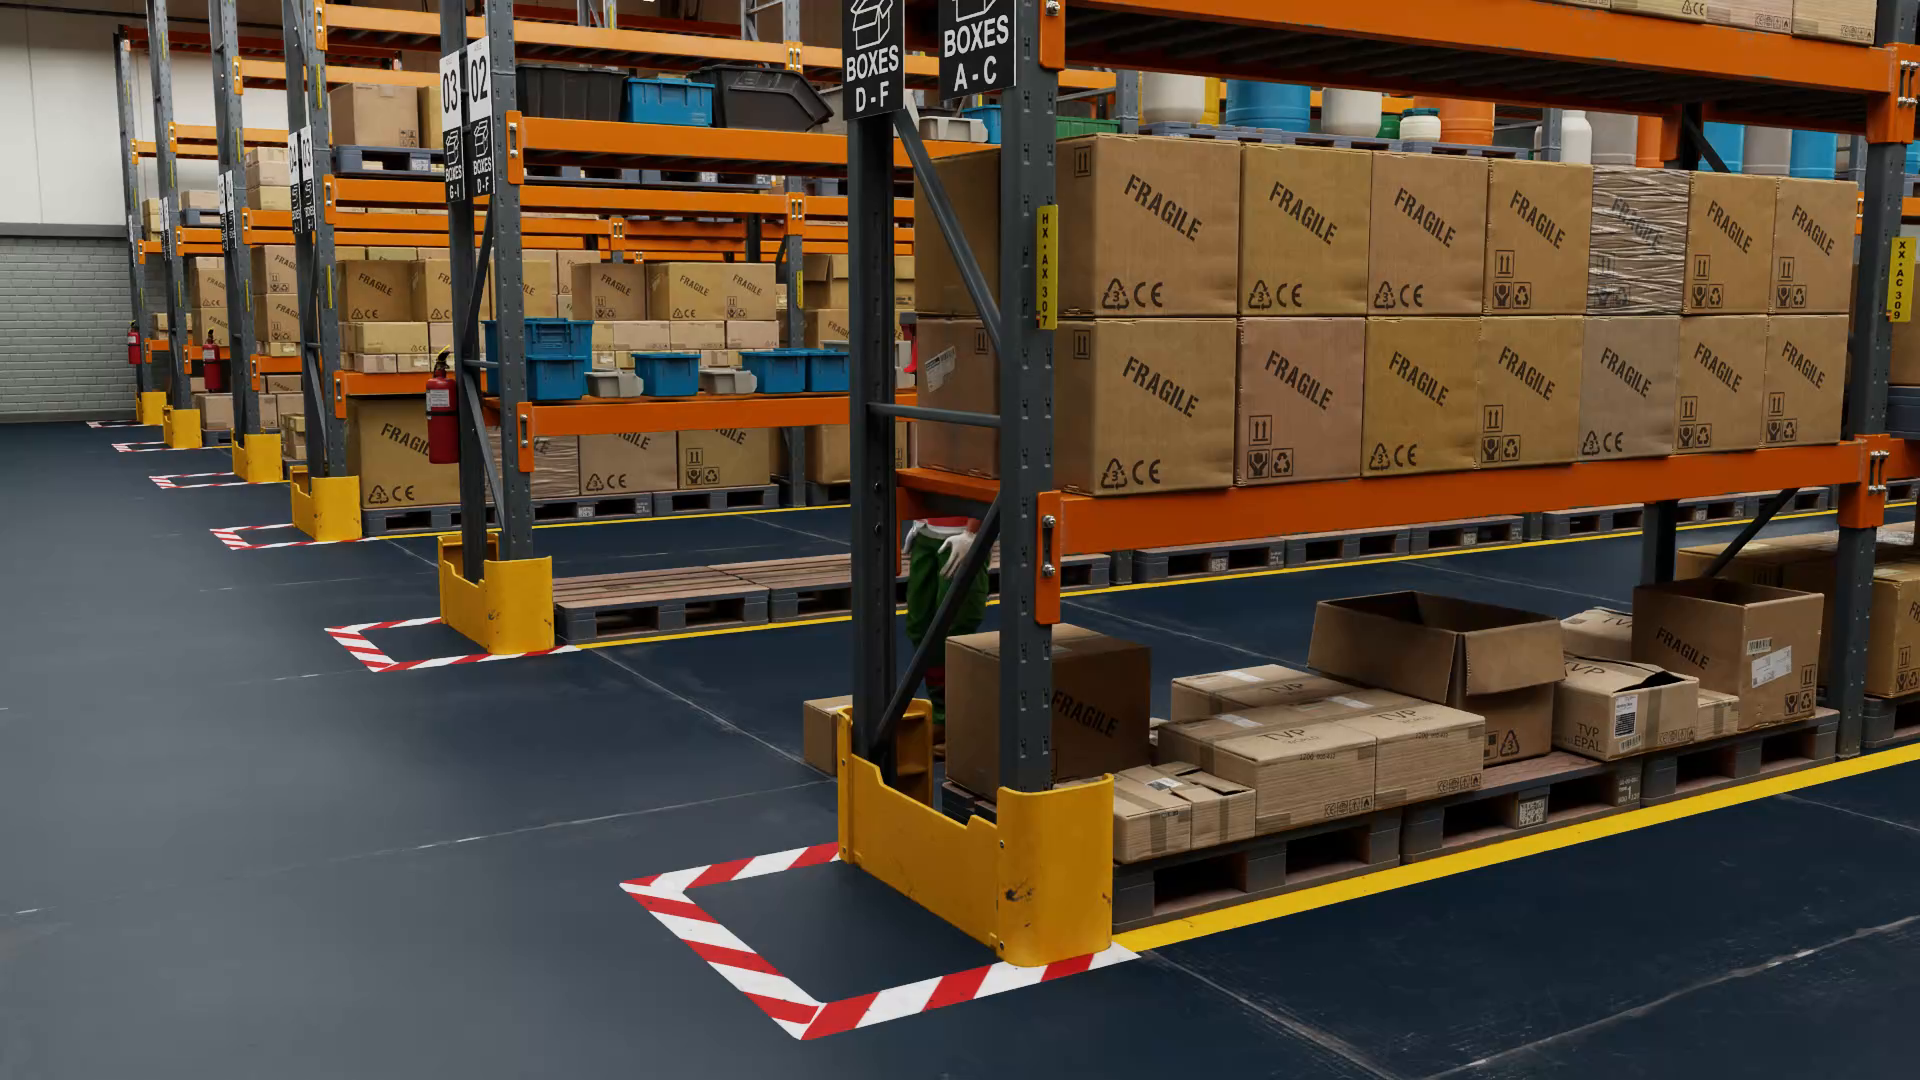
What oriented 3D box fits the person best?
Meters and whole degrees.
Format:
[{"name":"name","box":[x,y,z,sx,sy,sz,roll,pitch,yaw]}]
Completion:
[{"name":"person","box":[-0.039,0.007,6.802,0.414,1.757,0.536,-5,9,-30]}]
